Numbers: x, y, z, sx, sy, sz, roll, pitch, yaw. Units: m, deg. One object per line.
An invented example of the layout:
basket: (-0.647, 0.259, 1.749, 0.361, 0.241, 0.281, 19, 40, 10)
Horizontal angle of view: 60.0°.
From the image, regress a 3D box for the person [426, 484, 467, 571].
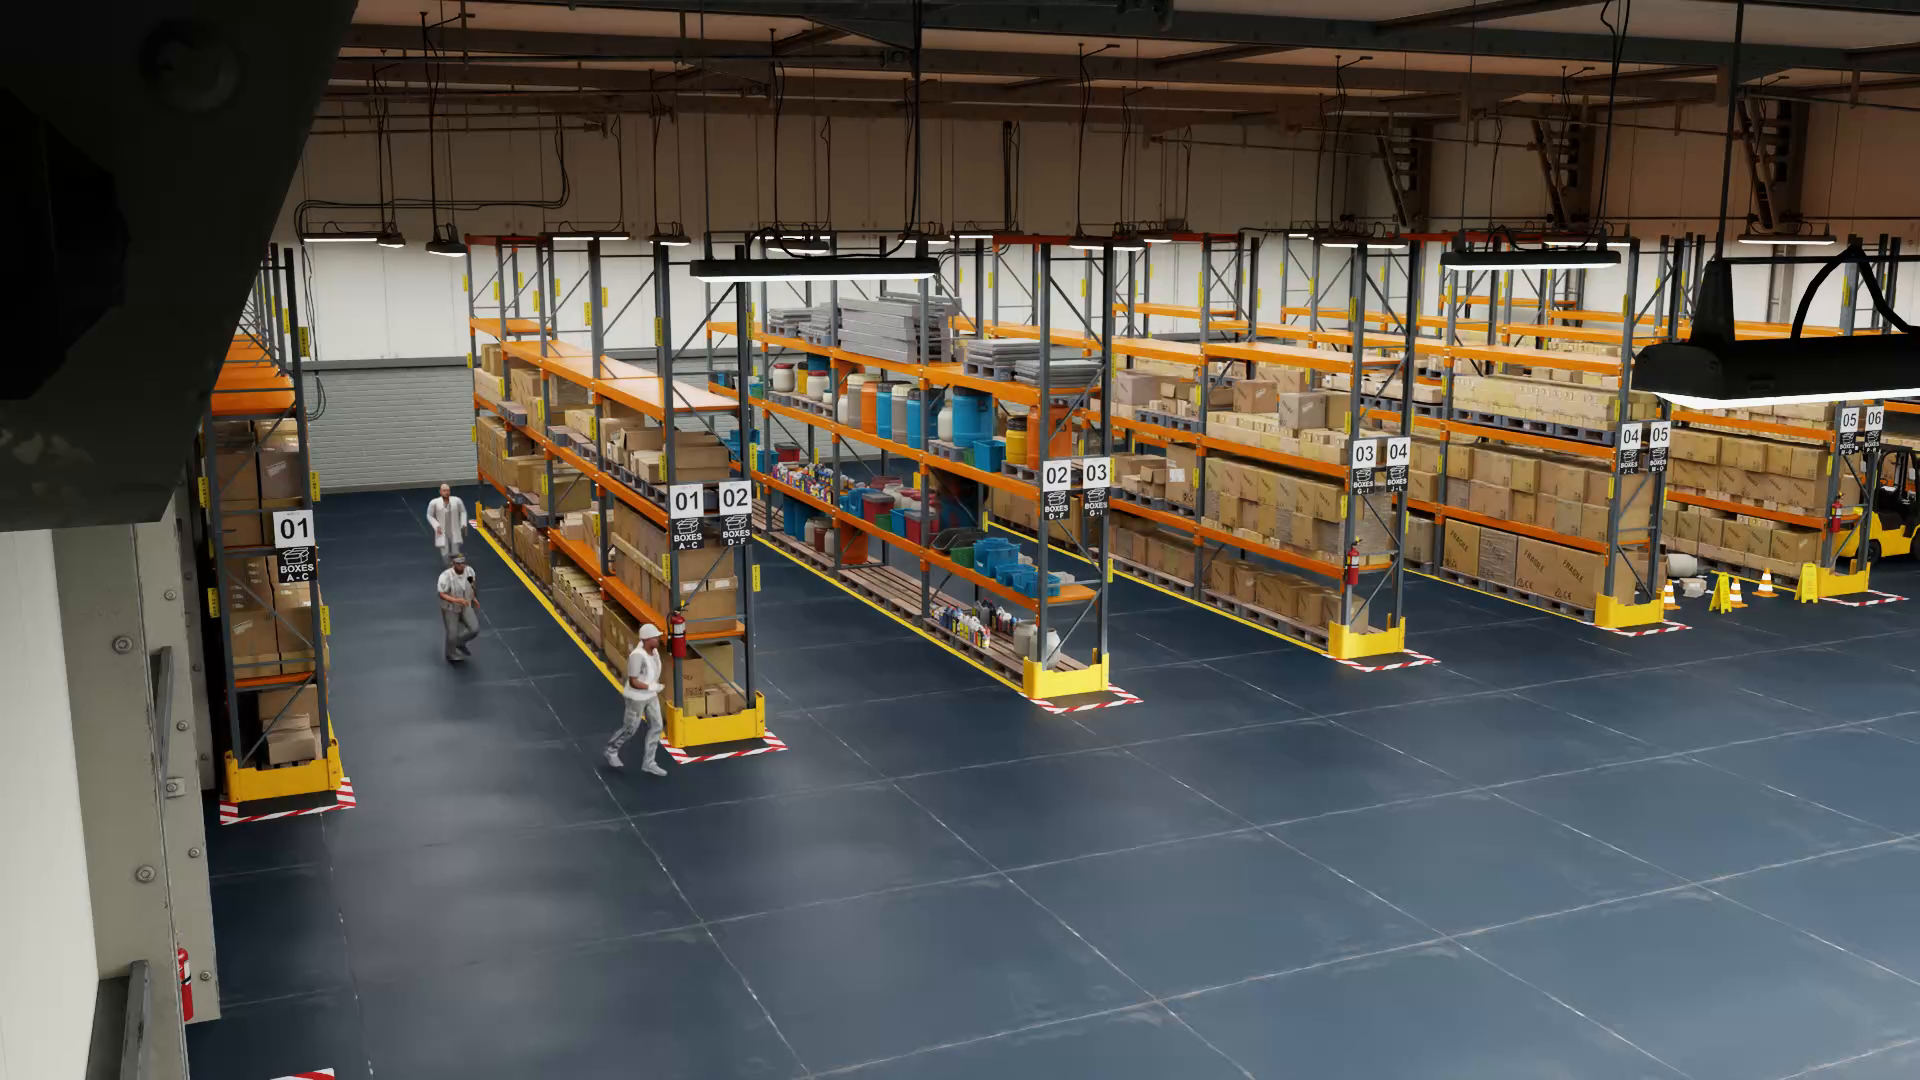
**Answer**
person: (-9.050, -0.145, 29.375, 0.691, 1.724, 0.675, -4, 12, -21)

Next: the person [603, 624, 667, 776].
person: (-3.760, 1.817, 19.174, 0.816, 1.781, 0.677, 4, 12, 21)

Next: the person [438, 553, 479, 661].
person: (-7.173, 0.954, 23.850, 0.665, 1.651, 0.800, -10, 15, -43)
